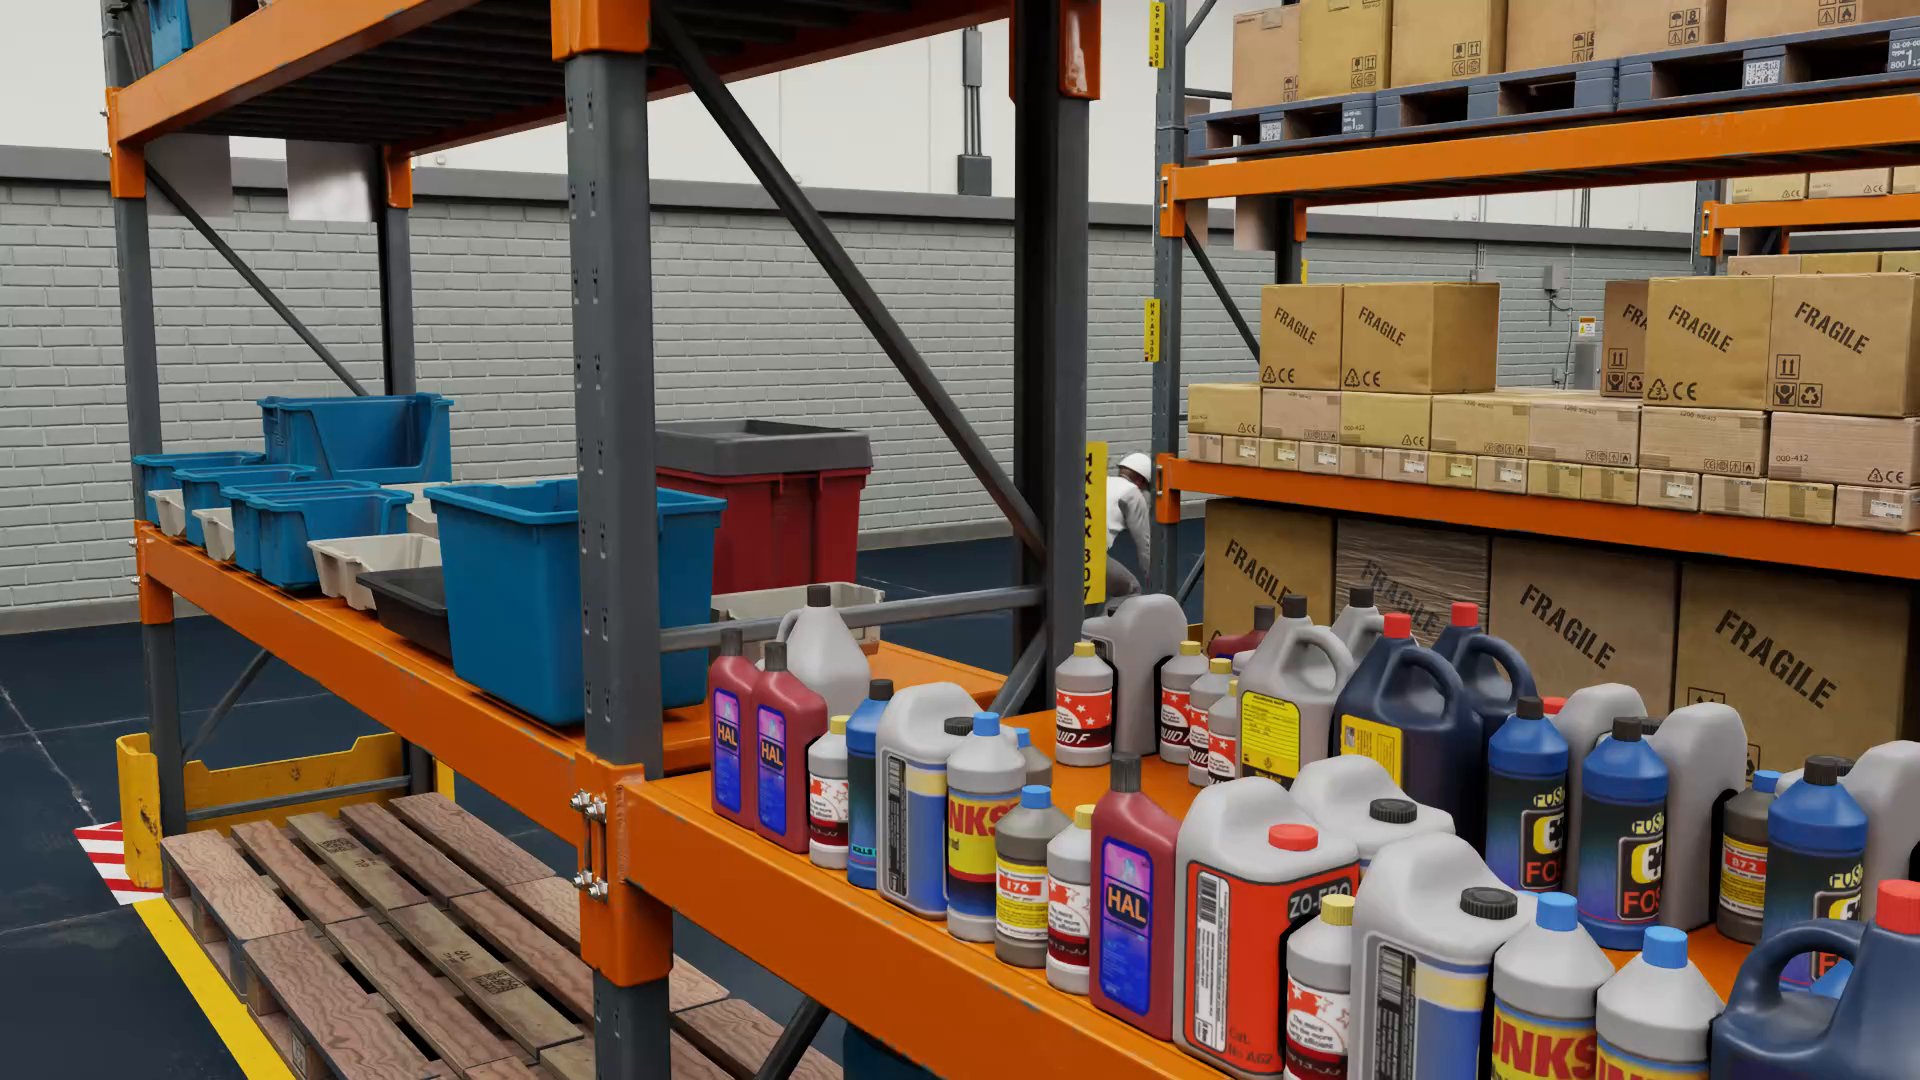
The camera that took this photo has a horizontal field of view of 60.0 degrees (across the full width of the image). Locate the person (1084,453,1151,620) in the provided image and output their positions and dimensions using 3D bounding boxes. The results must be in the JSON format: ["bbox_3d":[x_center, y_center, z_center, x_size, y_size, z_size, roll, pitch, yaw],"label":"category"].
[{"bbox_3d":[0.851,0.091,10.141,0.851,1.211,0.573,-6,10,-36],"label":"person"}]
